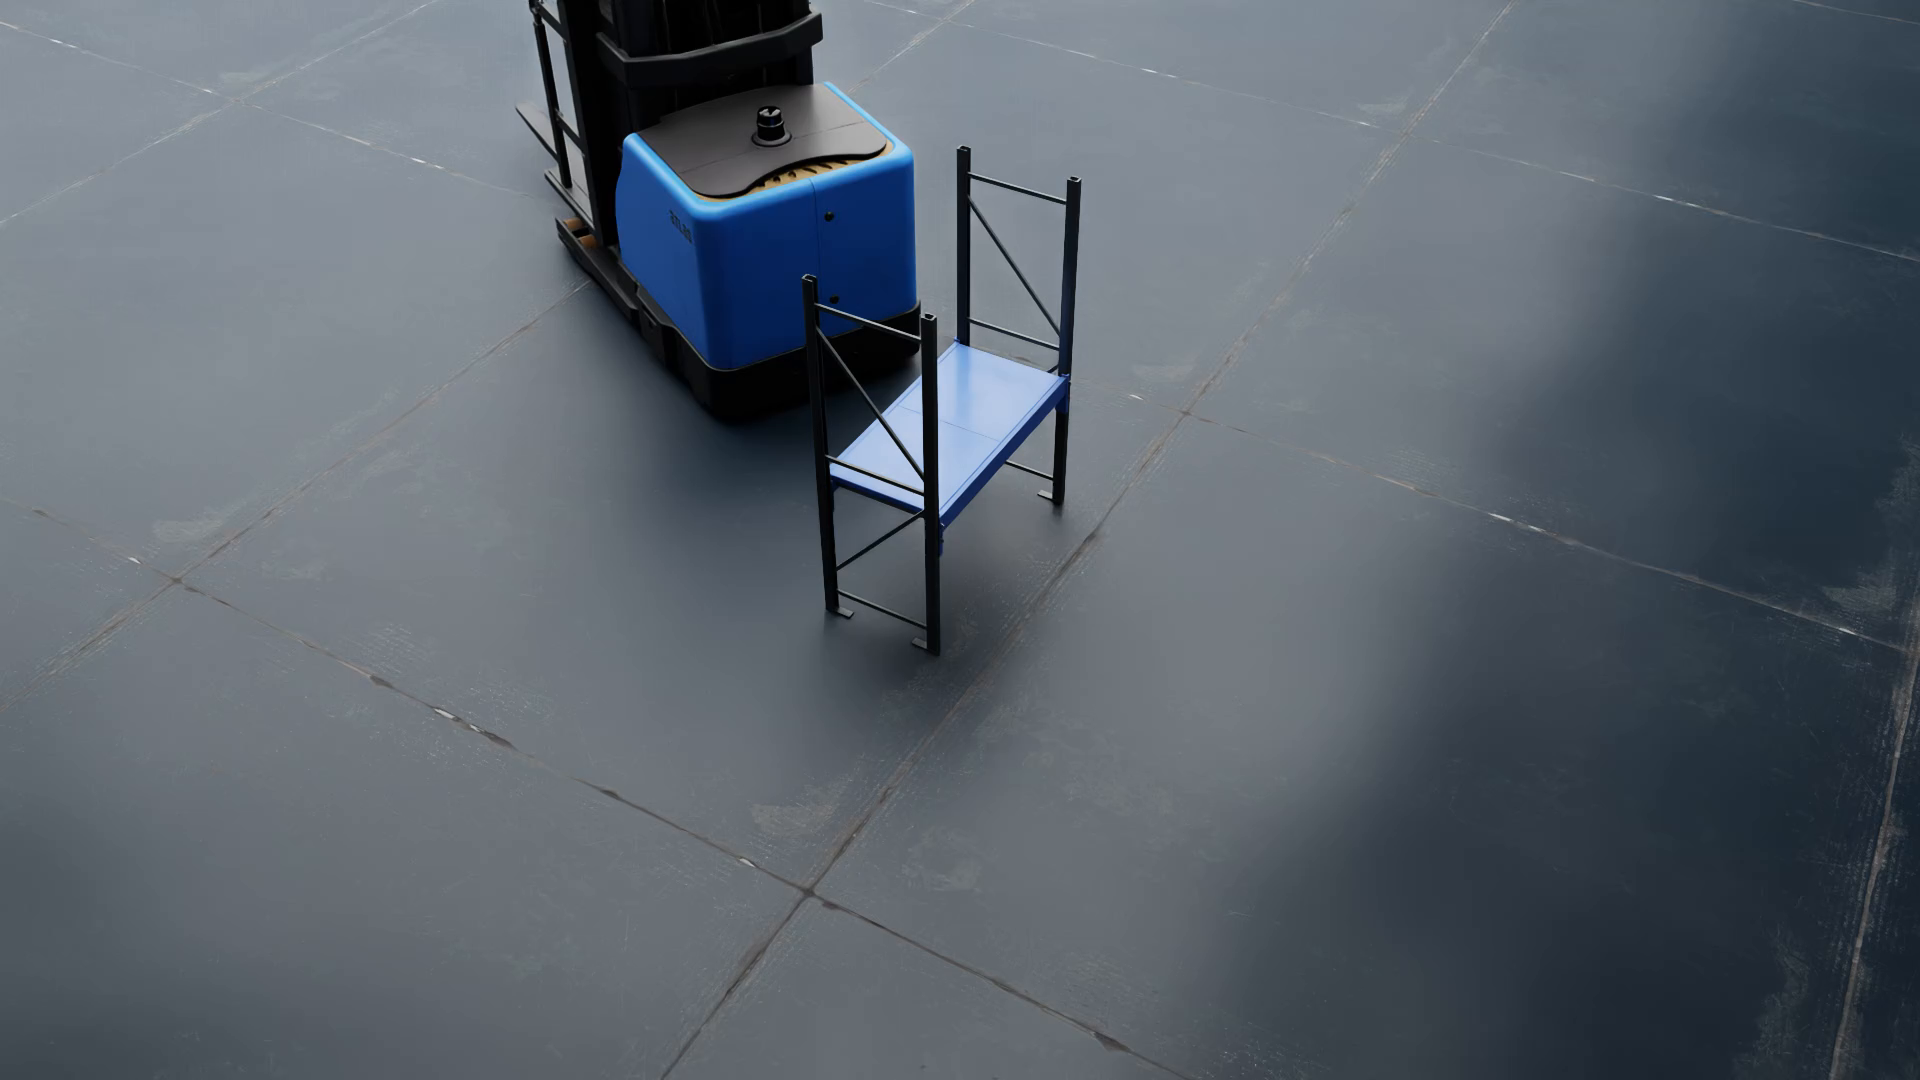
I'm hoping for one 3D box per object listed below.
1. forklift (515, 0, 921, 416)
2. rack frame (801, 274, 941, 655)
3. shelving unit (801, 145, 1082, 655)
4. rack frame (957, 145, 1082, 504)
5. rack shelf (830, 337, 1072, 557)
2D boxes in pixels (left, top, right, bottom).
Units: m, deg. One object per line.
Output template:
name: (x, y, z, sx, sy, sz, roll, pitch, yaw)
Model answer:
forklift: (-1.373, -2.596, 7.480, 1.130, 2.935, 3.031, -22, 46, -23)
rack frame: (-0.297, -0.223, 5.869, 0.500, 1.500, 0.032, 21, 45, 22)
shelving unit: (-0.043, -0.514, 6.199, 0.538, 1.500, 1.048, 21, 45, 22)
rack frame: (0.212, -0.805, 6.529, 0.500, 1.500, 0.032, 21, 45, 22)
rack shelf: (-0.043, -0.379, 6.318, 0.538, 0.185, 1.000, 21, 45, 22)
